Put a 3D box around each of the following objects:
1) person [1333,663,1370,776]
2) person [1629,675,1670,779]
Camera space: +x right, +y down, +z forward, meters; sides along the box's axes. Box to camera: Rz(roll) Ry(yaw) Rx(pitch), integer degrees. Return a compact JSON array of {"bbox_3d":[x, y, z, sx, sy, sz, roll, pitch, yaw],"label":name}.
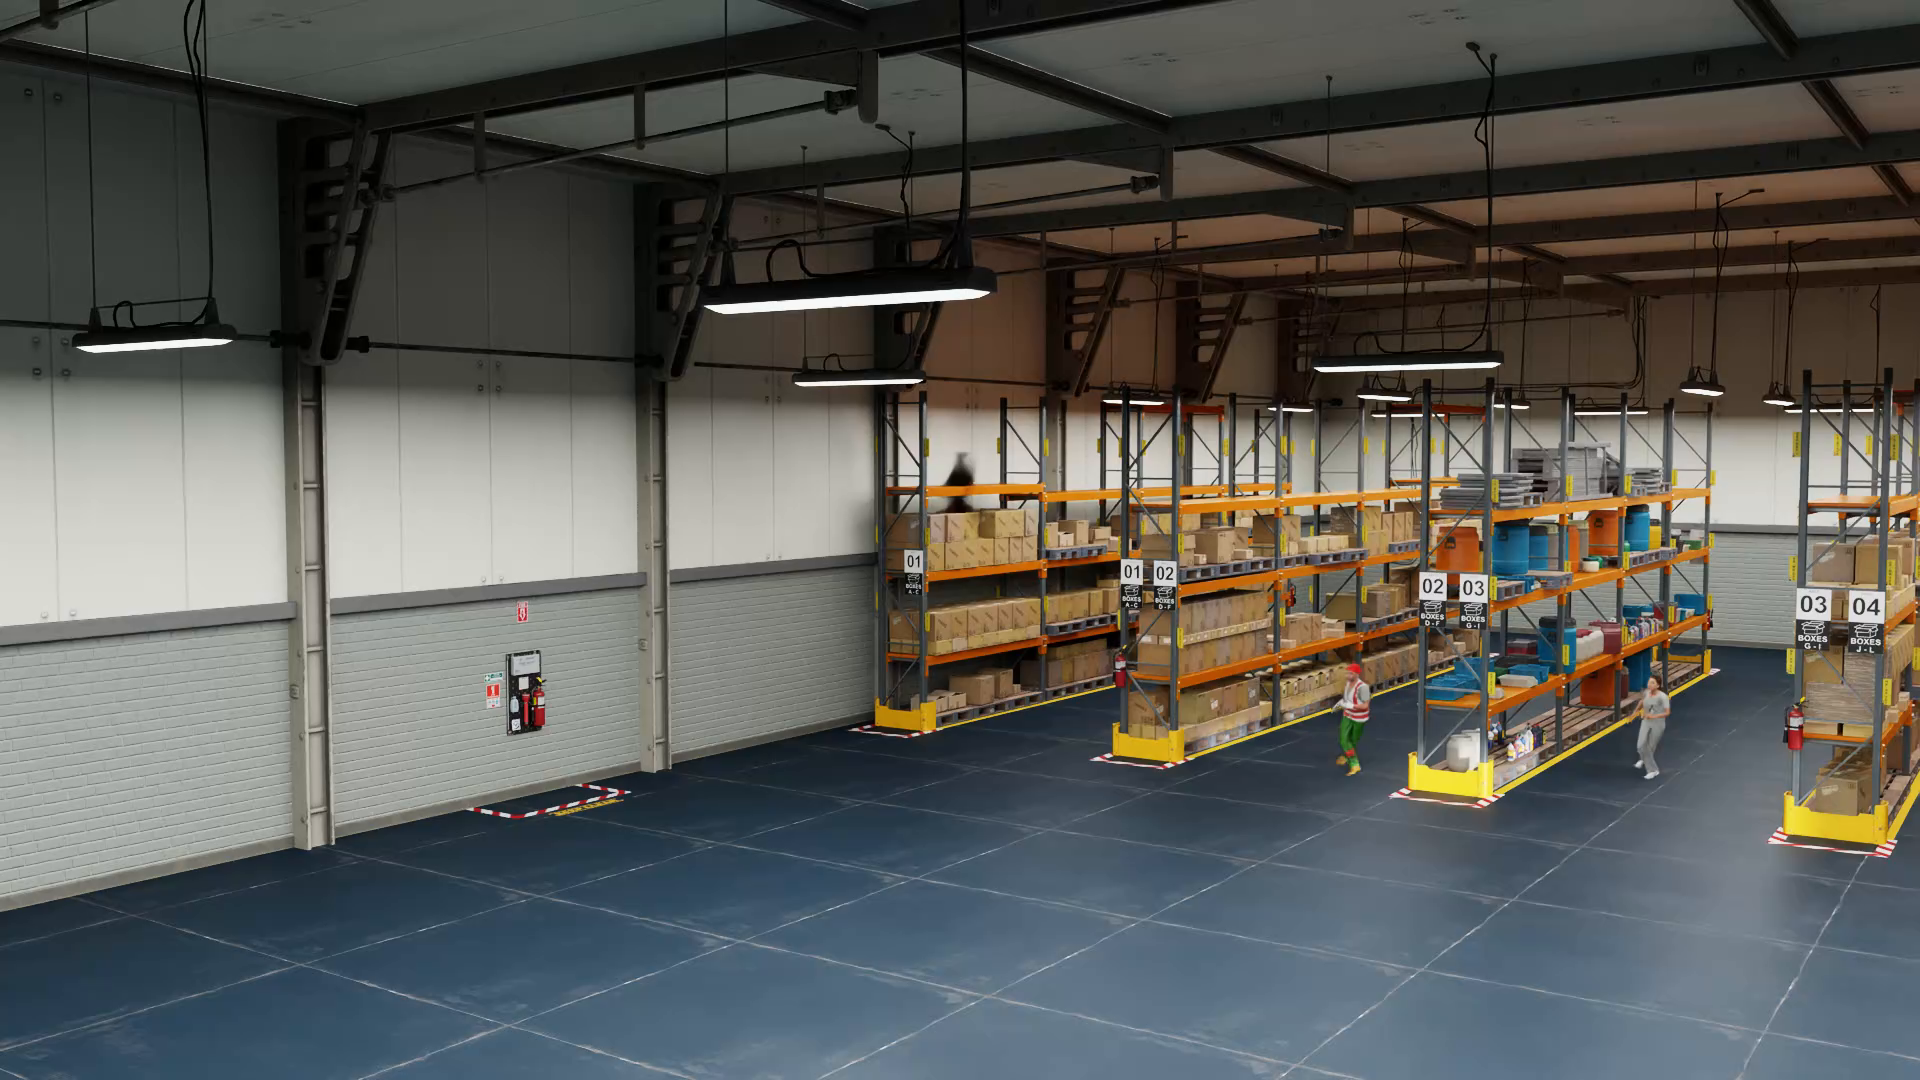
[{"bbox_3d":[6.051,2.736,25.571,0.721,1.725,0.787,-3,4,-44],"label":"person"},{"bbox_3d":[10.541,2.827,25.321,0.626,1.608,0.674,-3,4,-44],"label":"person"}]
